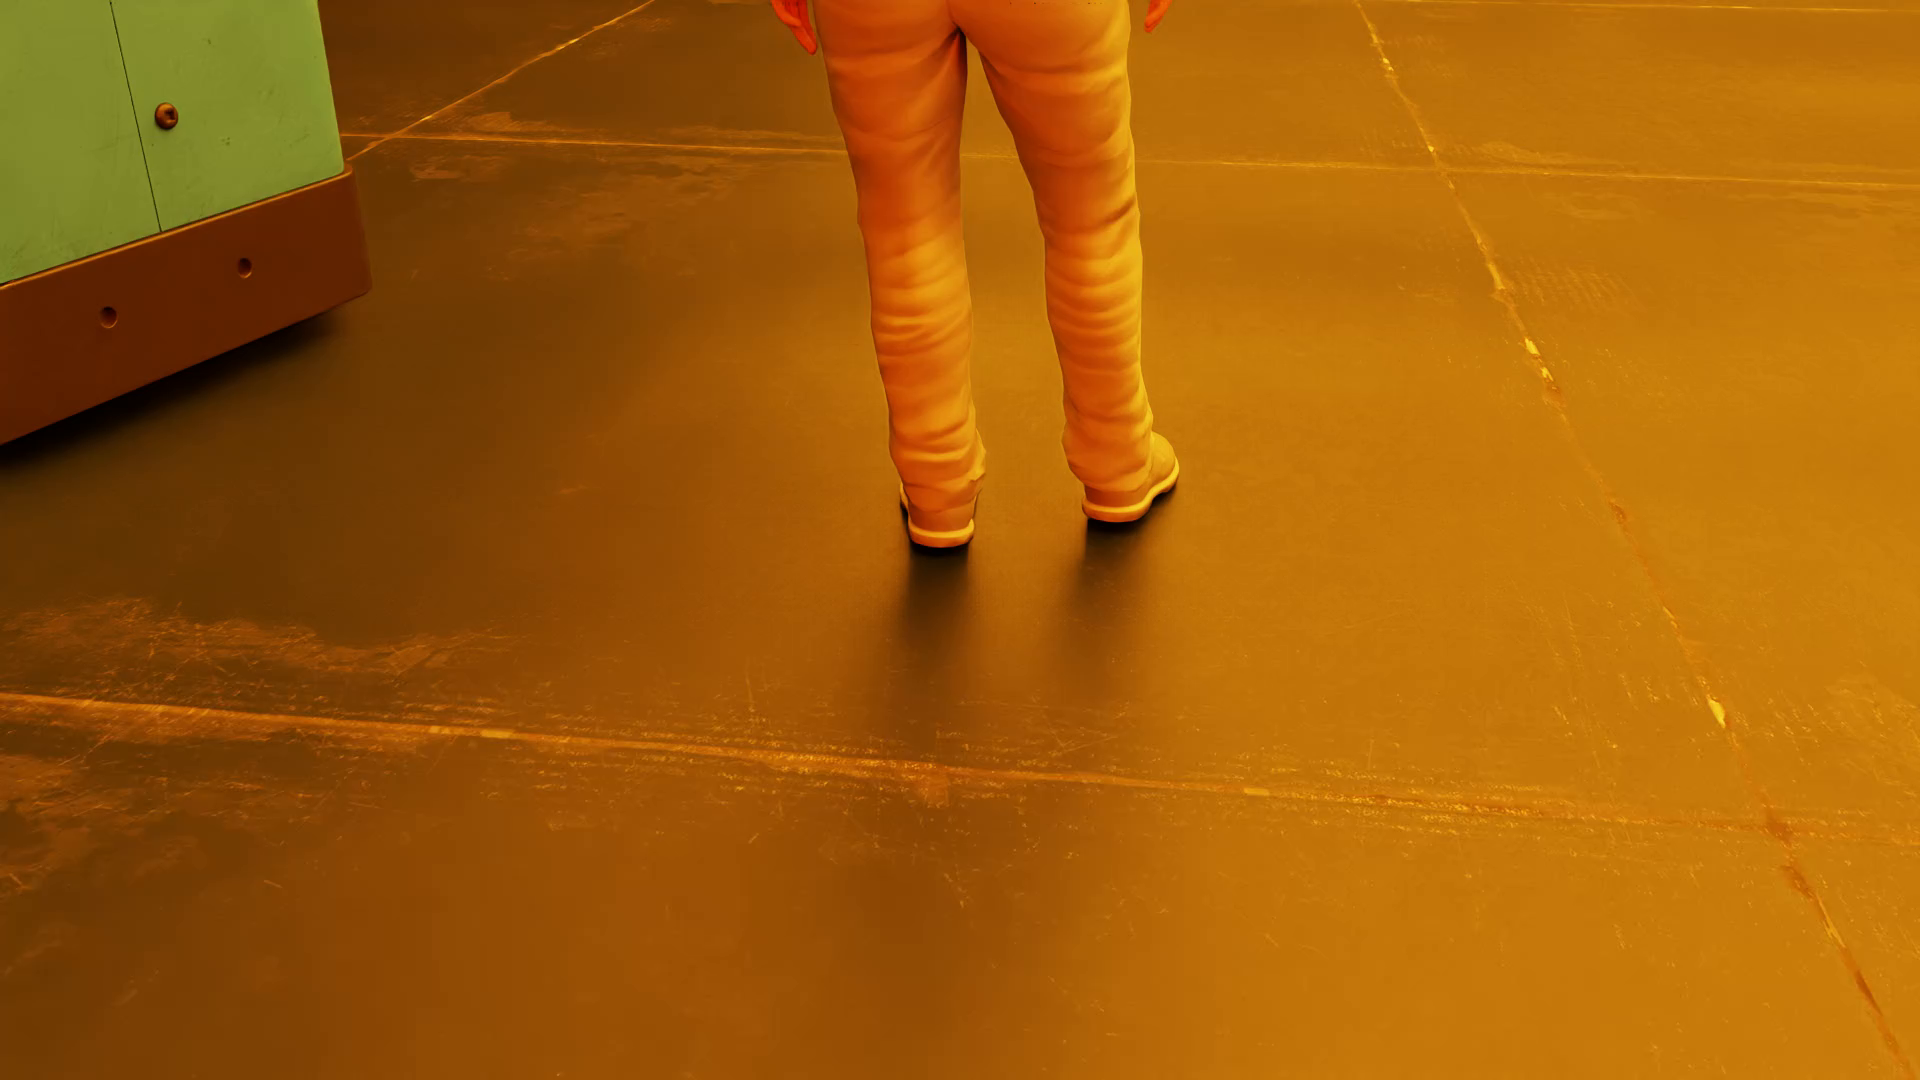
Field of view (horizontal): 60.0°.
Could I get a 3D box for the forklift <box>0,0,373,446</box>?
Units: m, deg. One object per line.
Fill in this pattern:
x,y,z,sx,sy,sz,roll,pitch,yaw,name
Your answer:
-2.749,-1.830,2.884,3.031,2.935,1.130,11,29,21,forklift

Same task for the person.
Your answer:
0.032,-0.785,2.190,0.599,1.670,0.529,3,27,7,person
